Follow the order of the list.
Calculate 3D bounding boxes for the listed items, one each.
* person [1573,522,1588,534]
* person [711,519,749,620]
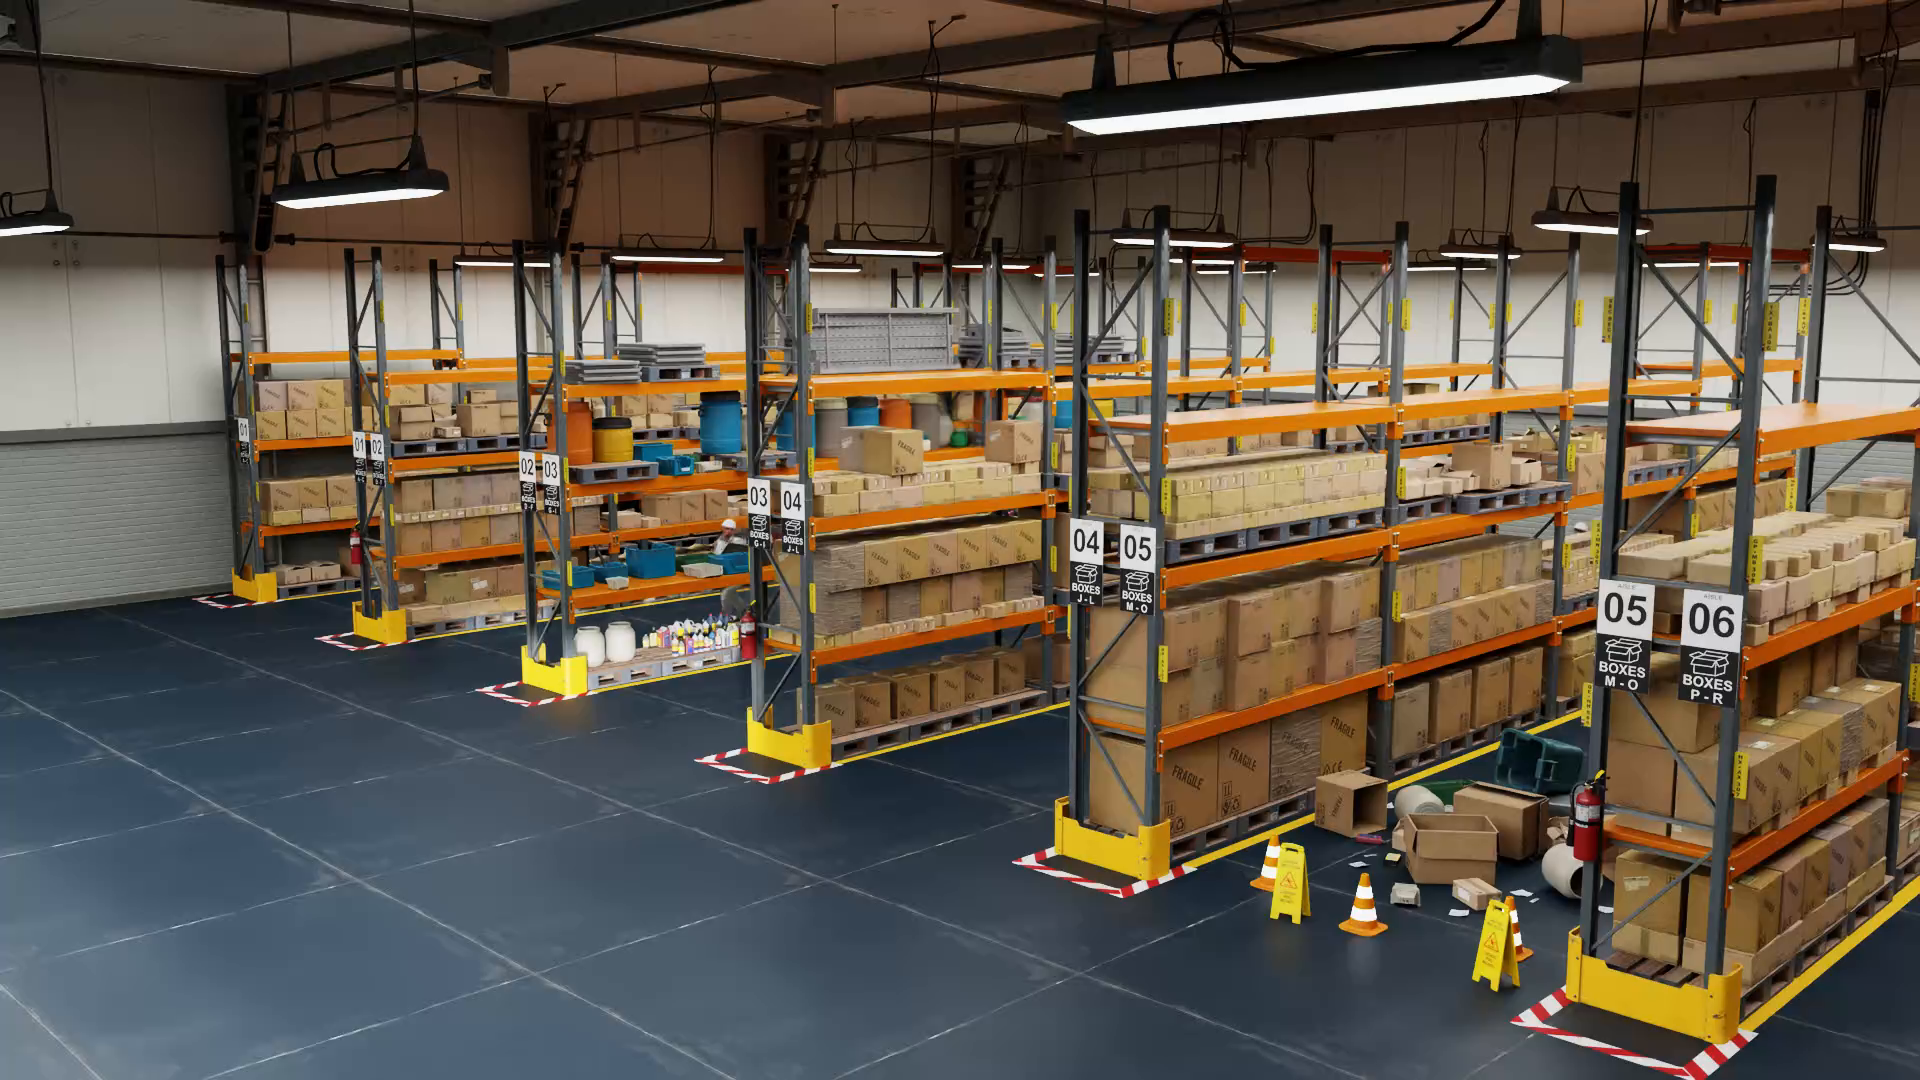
[{"bbox_3d":[9.681,0.595,26.163,0.679,1.766,0.695,8,11,43],"label":"person"},{"bbox_3d":[-3.654,0.567,26.361,0.586,1.830,0.820,6,10,38],"label":"person"}]
